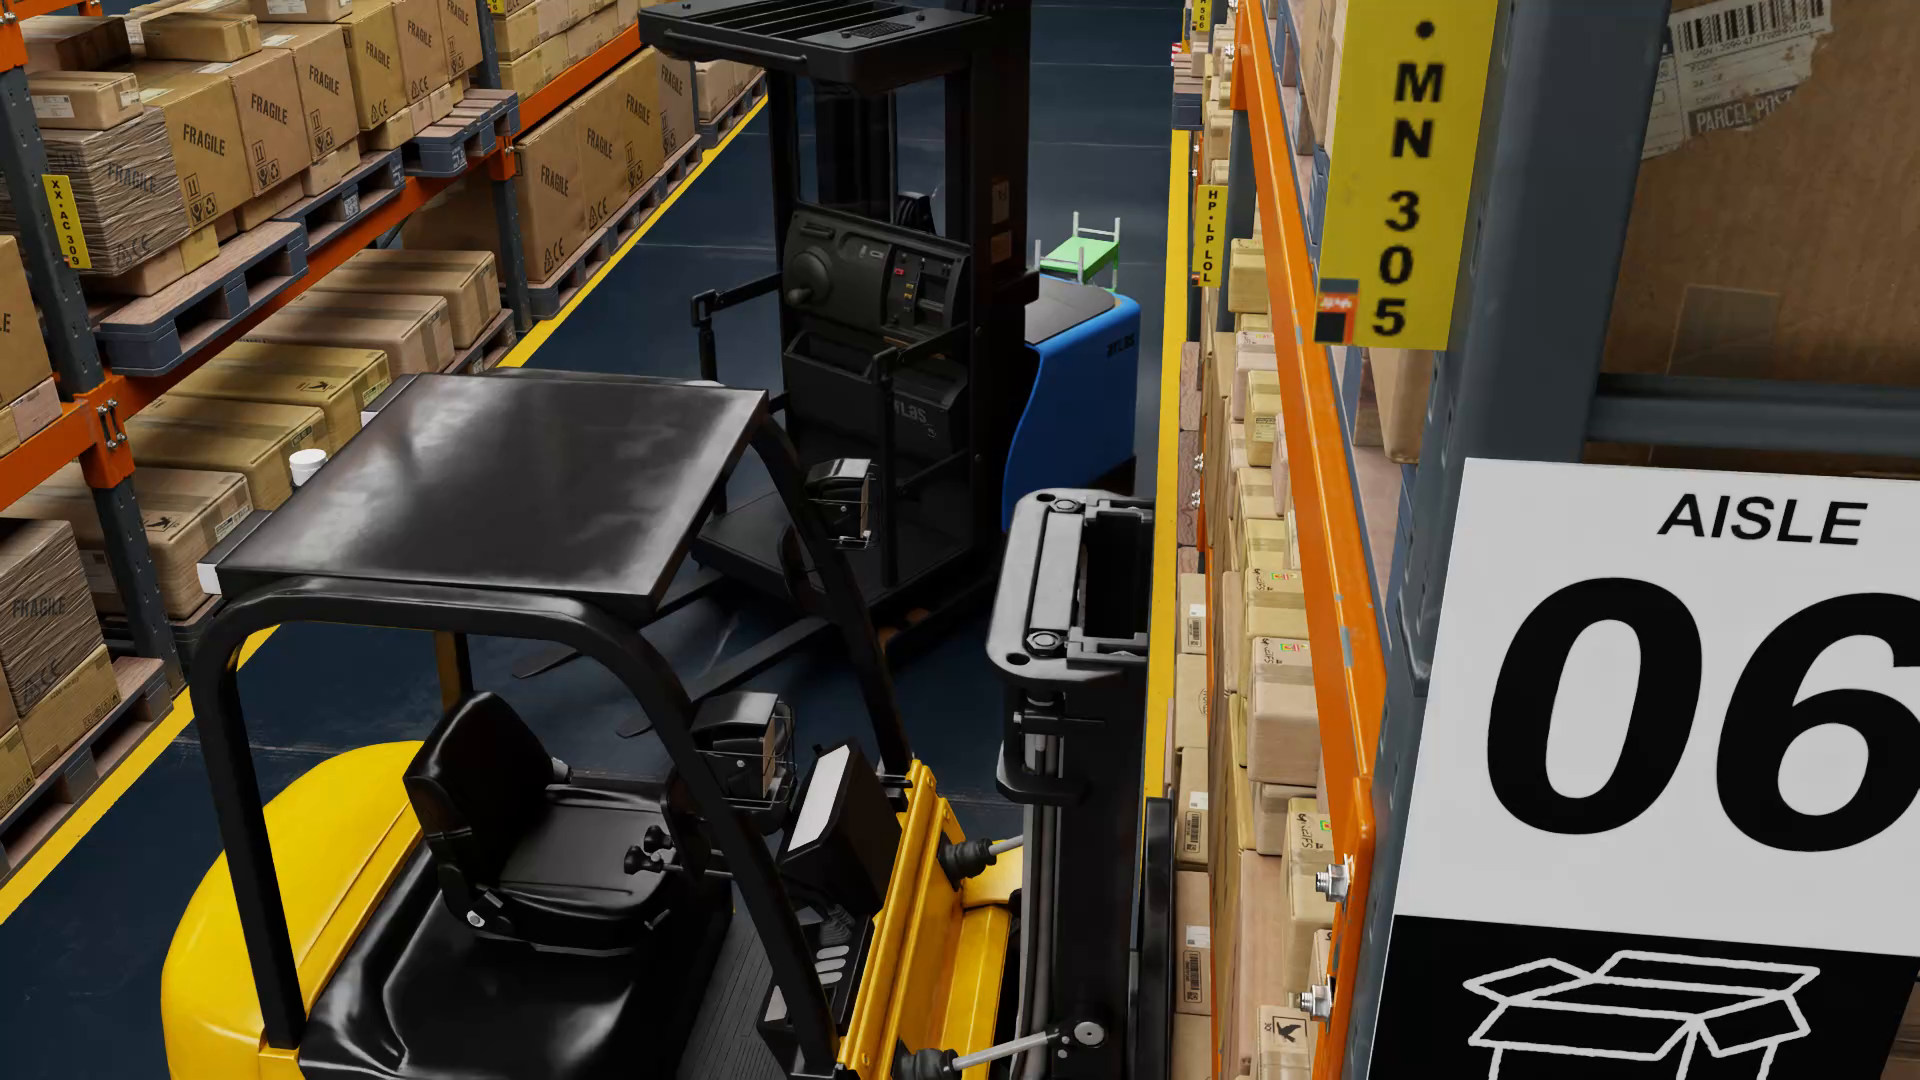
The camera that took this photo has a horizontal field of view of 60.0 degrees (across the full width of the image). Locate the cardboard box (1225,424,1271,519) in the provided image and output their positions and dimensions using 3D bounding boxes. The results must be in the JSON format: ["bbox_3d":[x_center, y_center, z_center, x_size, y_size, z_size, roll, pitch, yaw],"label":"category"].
[{"bbox_3d":[0.853,-0.162,4.099,0.380,0.149,0.250,3,28,6],"label":"cardboard box"}]

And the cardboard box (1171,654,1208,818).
[{"bbox_3d":[0.882,0.586,4.901,0.500,0.250,0.500,3,28,6],"label":"cardboard box"}]

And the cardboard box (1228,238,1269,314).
[{"bbox_3d":[0.992,-0.776,4.926,0.380,0.149,0.250,4,29,7],"label":"cardboard box"}]

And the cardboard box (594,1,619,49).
[{"bbox_3d":[-2.629,-3.490,11.223,0.500,0.250,0.500,3,28,6],"label":"cardboard box"}]

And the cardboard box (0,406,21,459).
[{"bbox_3d":[-3.362,-0.338,5.480,0.380,0.149,0.250,4,29,7],"label":"cardboard box"}]

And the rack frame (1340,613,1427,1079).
[{"bbox_3d":[0.835,1.434,1.925,1.000,3.000,0.127,3,28,6],"label":"rack frame"}]

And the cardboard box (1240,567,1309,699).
[{"bbox_3d":[0.727,0.186,3.139,0.380,0.149,0.250,4,29,7],"label":"cardboard box"}]

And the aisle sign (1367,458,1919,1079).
[{"bbox_3d":[0.536,0.304,1.283,0.394,0.787,0.004,3,28,6],"label":"aisle sign"}]

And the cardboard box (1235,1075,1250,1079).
[{"bbox_3d":[0.635,1.143,2.360,0.500,0.500,0.500,3,28,5],"label":"cardboard box"}]

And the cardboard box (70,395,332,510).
[{"bbox_3d":[-3.455,-0.349,7.563,0.950,0.372,0.625,5,29,9],"label":"cardboard box"}]

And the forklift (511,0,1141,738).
[{"bbox_3d":[-0.492,-1.039,6.588,1.130,2.935,3.031,21,35,34],"label":"forklift"}]

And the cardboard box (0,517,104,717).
[{"bbox_3d":[-3.408,0.254,5.781,0.500,0.500,0.500,3,28,5],"label":"cardboard box"}]

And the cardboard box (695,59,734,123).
[{"bbox_3d":[-2.438,-3.847,13.987,0.875,0.438,0.875,3,28,5],"label":"cardboard box"}]

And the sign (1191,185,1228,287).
[{"bbox_3d":[0.785,-0.951,5.214,0.100,0.325,0.005,3,28,6],"label":"sign"}]

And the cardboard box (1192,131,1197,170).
[{"bbox_3d":[2.023,-3.084,12.505,0.500,0.500,0.500,5,29,8],"label":"cardboard box"}]

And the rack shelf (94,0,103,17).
[{"bbox_3d":[-7.301,-5.366,15.306,1.077,0.370,4.000,3,28,6],"label":"rack shelf"}]

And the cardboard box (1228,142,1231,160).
[{"bbox_3d":[1.238,-1.438,6.467,0.380,0.149,0.250,3,28,5],"label":"cardboard box"}]

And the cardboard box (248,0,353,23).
[{"bbox_3d":[-3.032,-2.477,7.640,0.380,0.149,0.250,2,28,4],"label":"cardboard box"}]

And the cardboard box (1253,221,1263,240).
[{"bbox_3d":[1.147,-0.952,5.565,0.380,0.149,0.250,4,29,8],"label":"cardboard box"}]

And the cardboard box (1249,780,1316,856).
[{"bbox_3d":[0.721,0.440,2.981,0.380,0.149,0.250,2,28,5],"label":"cardboard box"}]

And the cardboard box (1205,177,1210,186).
[{"bbox_3d":[1.396,-1.592,7.700,0.500,0.250,0.500,2,28,5],"label":"cardboard box"}]

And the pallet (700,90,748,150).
[{"bbox_3d":[-2.450,-3.627,14.260,1.003,0.211,1.213,3,28,6],"label":"pallet"}]

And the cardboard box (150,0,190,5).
[{"bbox_3d":[-7.522,-5.089,15.970,0.380,0.149,0.250,4,29,8],"label":"cardboard box"}]

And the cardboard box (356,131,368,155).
[{"bbox_3d":[-3.080,-1.914,7.962,0.380,0.149,0.250,4,29,7],"label":"cardboard box"}]

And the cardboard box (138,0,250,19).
[{"bbox_3d":[-3.512,-2.284,7.965,0.500,0.500,0.500,4,29,7],"label":"cardboard box"}]

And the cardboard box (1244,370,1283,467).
[{"bbox_3d":[0.888,-0.289,4.020,0.380,0.149,0.250,3,28,5],"label":"cardboard box"}]

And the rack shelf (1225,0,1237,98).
[{"bbox_3d":[1.570,-2.394,6.627,1.077,0.370,4.000,3,28,6],"label":"rack shelf"}]

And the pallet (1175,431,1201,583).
[{"bbox_3d":[1.524,-0.146,7.799,1.003,0.211,1.213,3,28,6],"label":"pallet"}]

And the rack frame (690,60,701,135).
[{"bbox_3d":[-2.621,-4.501,12.942,1.000,3.000,0.127,3,28,6],"label":"rack frame"}]

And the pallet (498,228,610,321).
[{"bbox_3d":[-2.940,-1.757,10.789,1.003,0.211,1.213,3,28,6],"label":"pallet"}]

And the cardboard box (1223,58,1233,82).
[{"bbox_3d":[1.427,-2.156,7.801,0.380,0.149,0.250,4,29,7],"label":"cardboard box"}]

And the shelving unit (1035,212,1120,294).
[{"bbox_3d":[0.570,-0.967,8.278,0.258,1.200,0.503,13,31,22],"label":"shelving unit"}]

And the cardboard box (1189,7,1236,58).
[{"bbox_3d":[1.623,-2.966,9.808,0.500,0.250,0.500,2,28,4],"label":"cardboard box"}]

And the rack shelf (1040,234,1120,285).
[{"bbox_3d":[0.571,-1.333,8.081,0.258,0.148,0.480,13,31,22],"label":"rack shelf"}]

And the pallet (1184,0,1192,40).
[{"bbox_3d":[2.099,-3.760,11.769,1.003,0.211,1.213,3,28,6],"label":"pallet"}]

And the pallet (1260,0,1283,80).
[{"bbox_3d":[1.246,-1.327,3.982,1.003,0.211,1.213,3,28,6],"label":"pallet"}]

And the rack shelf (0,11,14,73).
[{"bbox_3d":[-3.847,-0.798,3.664,1.077,0.370,4.000,3,28,6],"label":"rack shelf"}]

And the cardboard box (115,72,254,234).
[{"bbox_3d":[-3.199,-1.535,6.575,0.500,0.500,0.500,3,29,6],"label":"cardboard box"}]

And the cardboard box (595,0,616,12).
[{"bbox_3d":[-2.591,-3.712,11.108,0.500,0.250,0.500,4,29,7],"label":"cardboard box"}]

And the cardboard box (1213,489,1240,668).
[{"bbox_3d":[0.903,0.186,4.138,0.500,0.500,0.500,3,28,6],"label":"cardboard box"}]

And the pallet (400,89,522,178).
[{"bbox_3d":[-3.093,-2.192,8.859,1.213,0.211,1.003,3,28,6],"label":"pallet"}]

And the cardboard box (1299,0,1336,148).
[{"bbox_3d":[0.872,-0.858,2.364,0.700,0.500,0.500,4,29,7],"label":"cardboard box"}]

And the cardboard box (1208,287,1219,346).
[{"bbox_3d":[1.132,-0.849,5.794,0.500,0.250,0.500,3,28,5],"label":"cardboard box"}]

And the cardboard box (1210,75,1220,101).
[{"bbox_3d":[1.456,-2.055,8.034,0.500,0.250,0.500,4,29,8],"label":"cardboard box"}]

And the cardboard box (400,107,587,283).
[{"bbox_3d":[-2.944,-2.188,10.446,0.875,0.875,0.875,3,28,6],"label":"cardboard box"}]

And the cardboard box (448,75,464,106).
[{"bbox_3d":[-2.879,-2.394,8.853,0.380,0.149,0.250,4,29,7],"label":"cardboard box"}]

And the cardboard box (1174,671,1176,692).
[{"bbox_3d":[0.960,0.567,5.465,0.500,0.250,0.500,3,28,6],"label":"cardboard box"}]

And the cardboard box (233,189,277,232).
[{"bbox_3d":[-3.149,-1.425,7.055,0.380,0.149,0.250,4,29,7],"label":"cardboard box"}]

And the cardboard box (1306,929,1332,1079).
[{"bbox_3d":[0.669,0.675,2.232,0.380,0.149,0.250,3,28,6],"label":"cardboard box"}]

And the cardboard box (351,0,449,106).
[{"bbox_3d":[-2.944,-2.504,8.373,0.500,0.500,0.500,3,28,5],"label":"cardboard box"}]

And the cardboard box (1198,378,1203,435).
[{"bbox_3d":[1.653,-0.870,8.264,0.875,0.625,0.625,4,29,8],"label":"cardboard box"}]
